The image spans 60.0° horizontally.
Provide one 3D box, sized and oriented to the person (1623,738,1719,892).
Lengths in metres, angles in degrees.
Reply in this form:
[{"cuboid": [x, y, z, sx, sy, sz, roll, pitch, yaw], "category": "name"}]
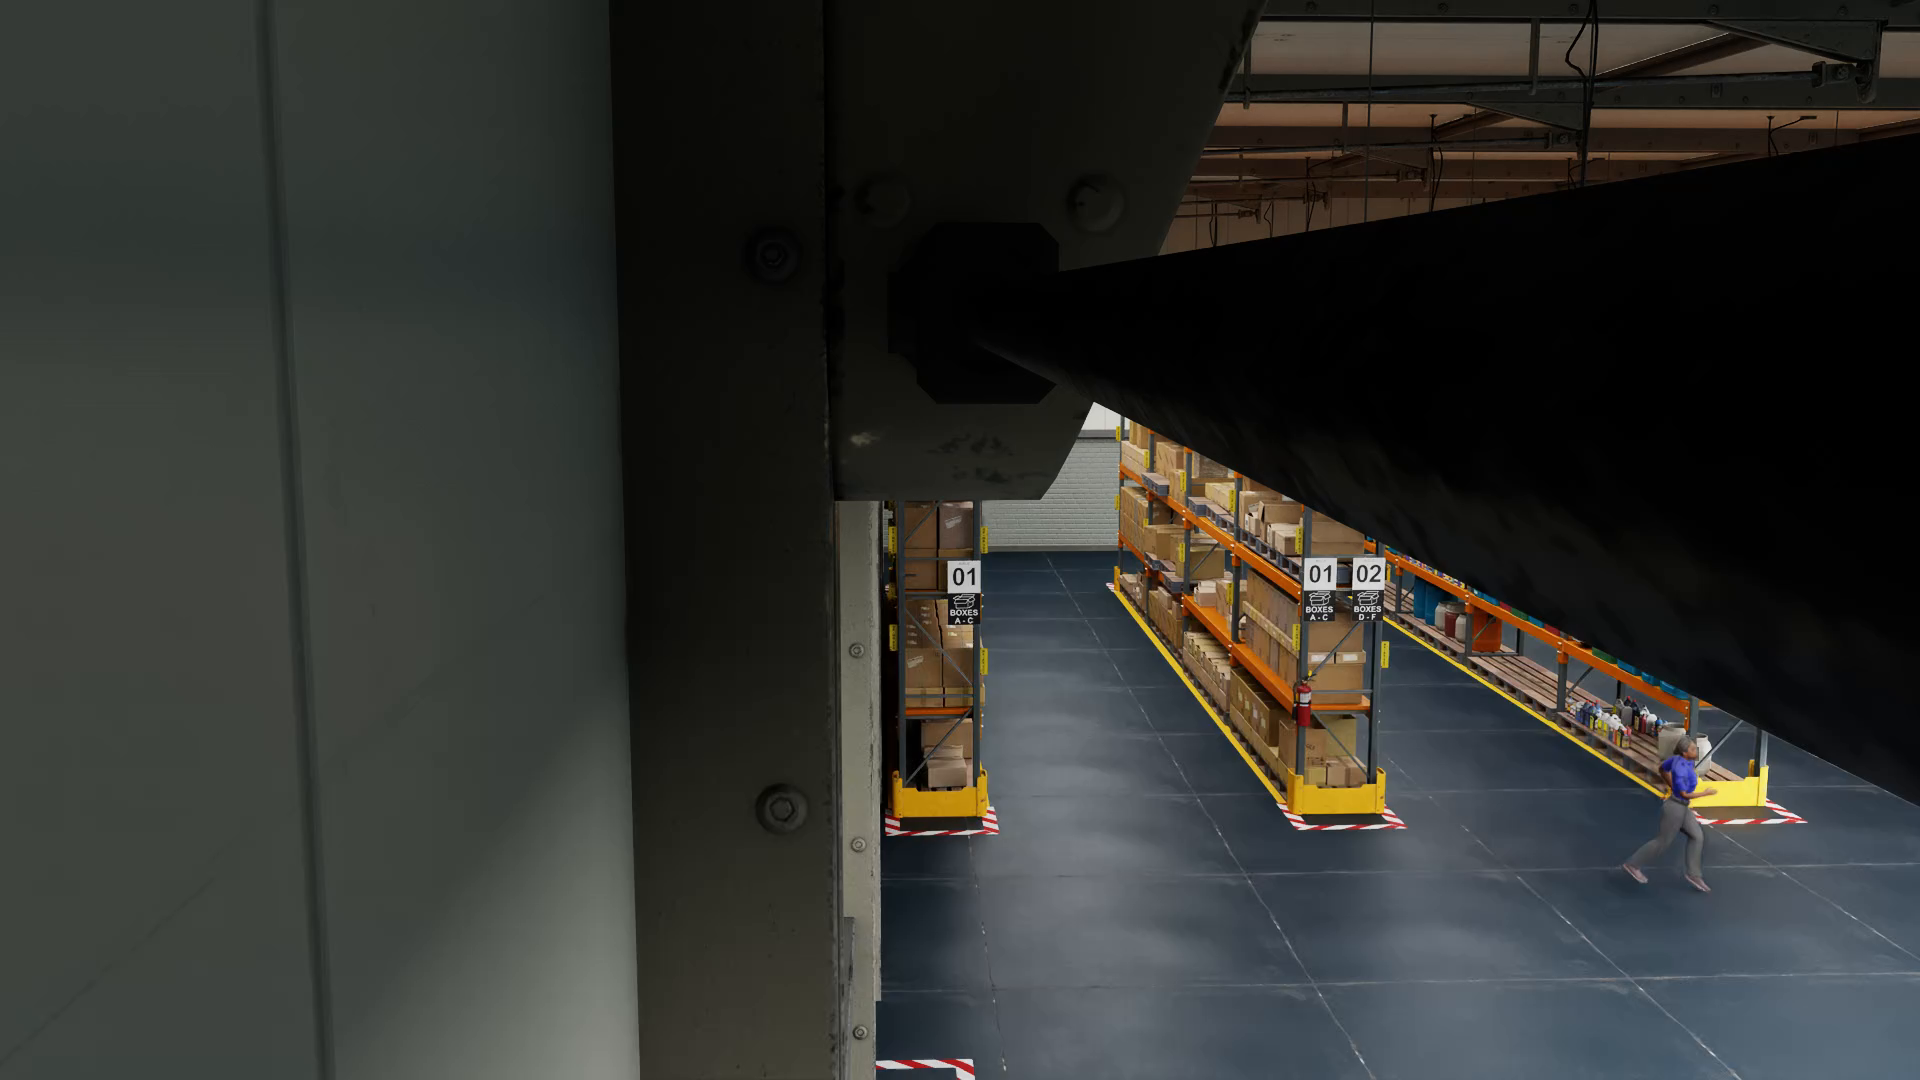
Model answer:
[{"cuboid": [7.683, 2.950, 17.957, 0.895, 1.699, 0.585, 4, 9, 26], "category": "person"}]
